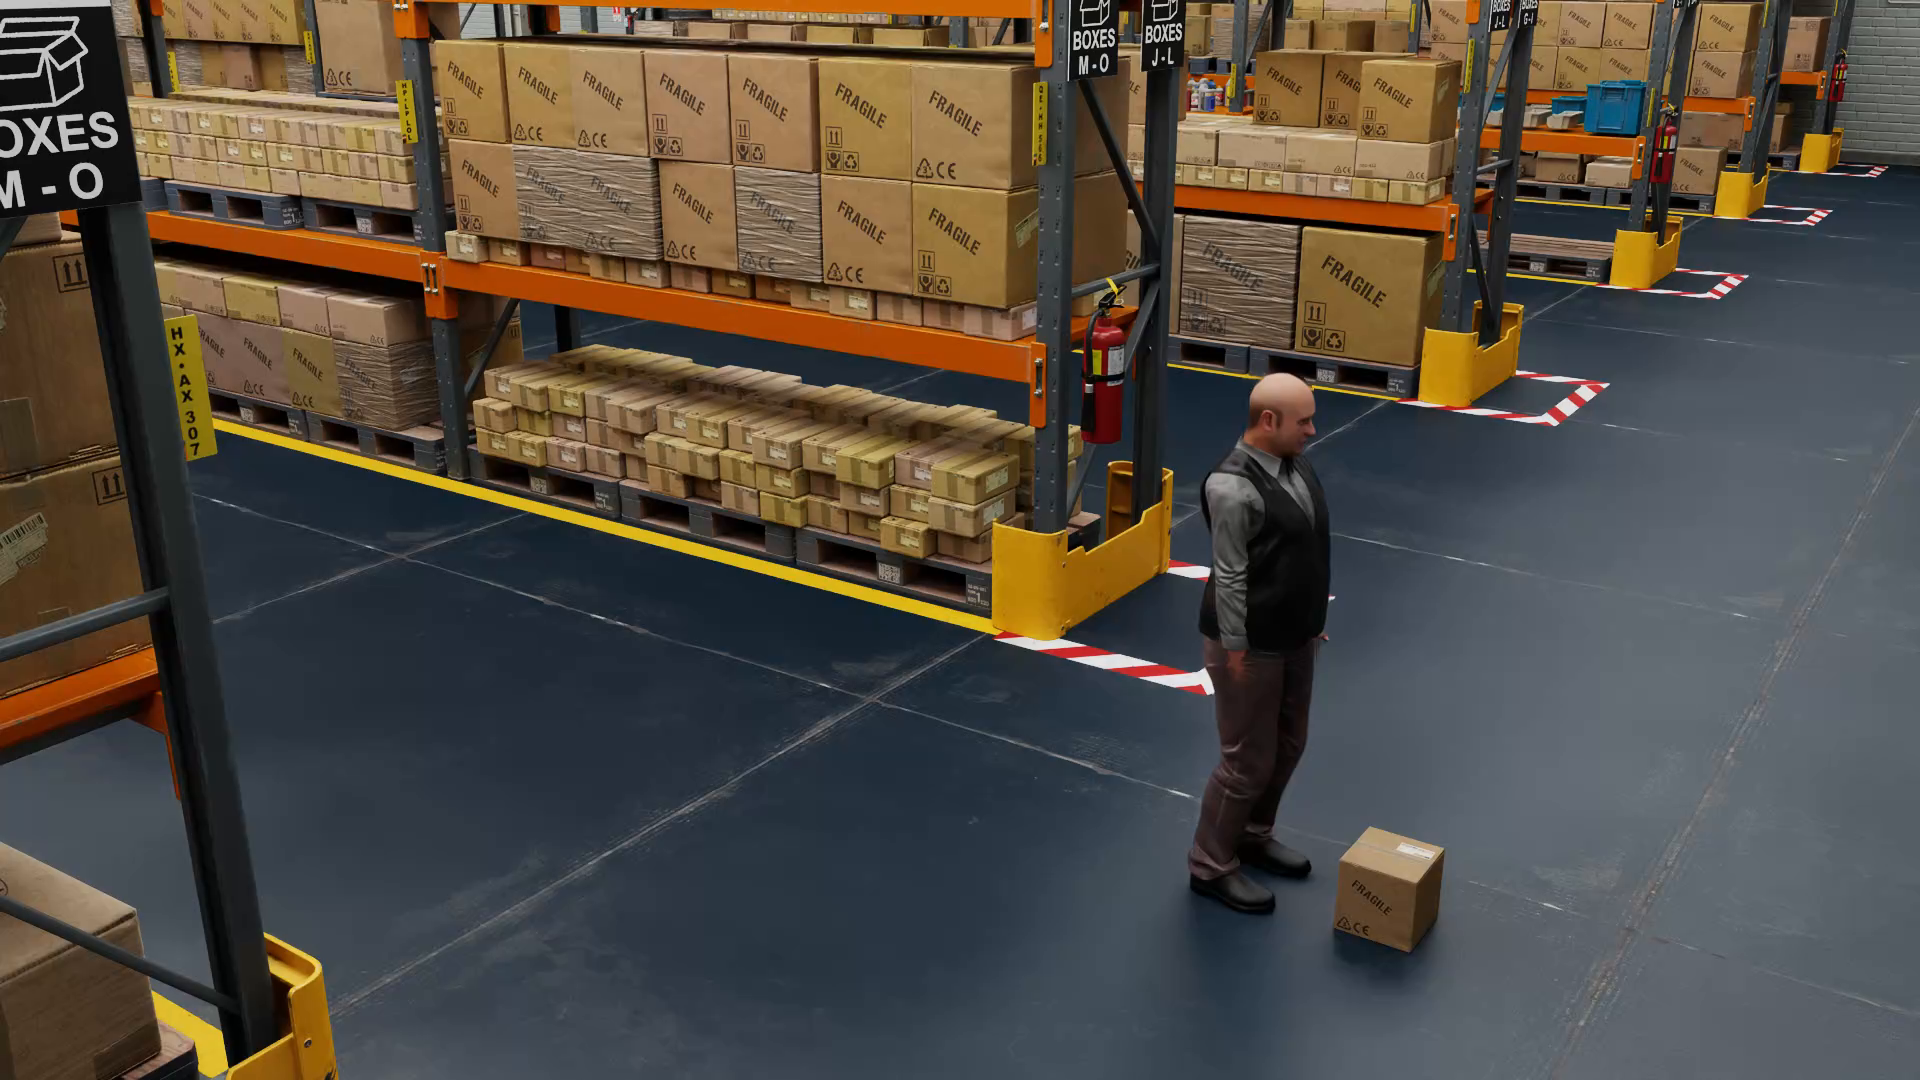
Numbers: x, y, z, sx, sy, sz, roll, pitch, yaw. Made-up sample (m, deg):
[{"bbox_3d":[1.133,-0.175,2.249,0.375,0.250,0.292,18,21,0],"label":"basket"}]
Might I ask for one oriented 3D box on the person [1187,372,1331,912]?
[{"bbox_3d":[0.962,0.310,5.259,0.357,1.714,0.534,13,24,33],"label":"person"}]
